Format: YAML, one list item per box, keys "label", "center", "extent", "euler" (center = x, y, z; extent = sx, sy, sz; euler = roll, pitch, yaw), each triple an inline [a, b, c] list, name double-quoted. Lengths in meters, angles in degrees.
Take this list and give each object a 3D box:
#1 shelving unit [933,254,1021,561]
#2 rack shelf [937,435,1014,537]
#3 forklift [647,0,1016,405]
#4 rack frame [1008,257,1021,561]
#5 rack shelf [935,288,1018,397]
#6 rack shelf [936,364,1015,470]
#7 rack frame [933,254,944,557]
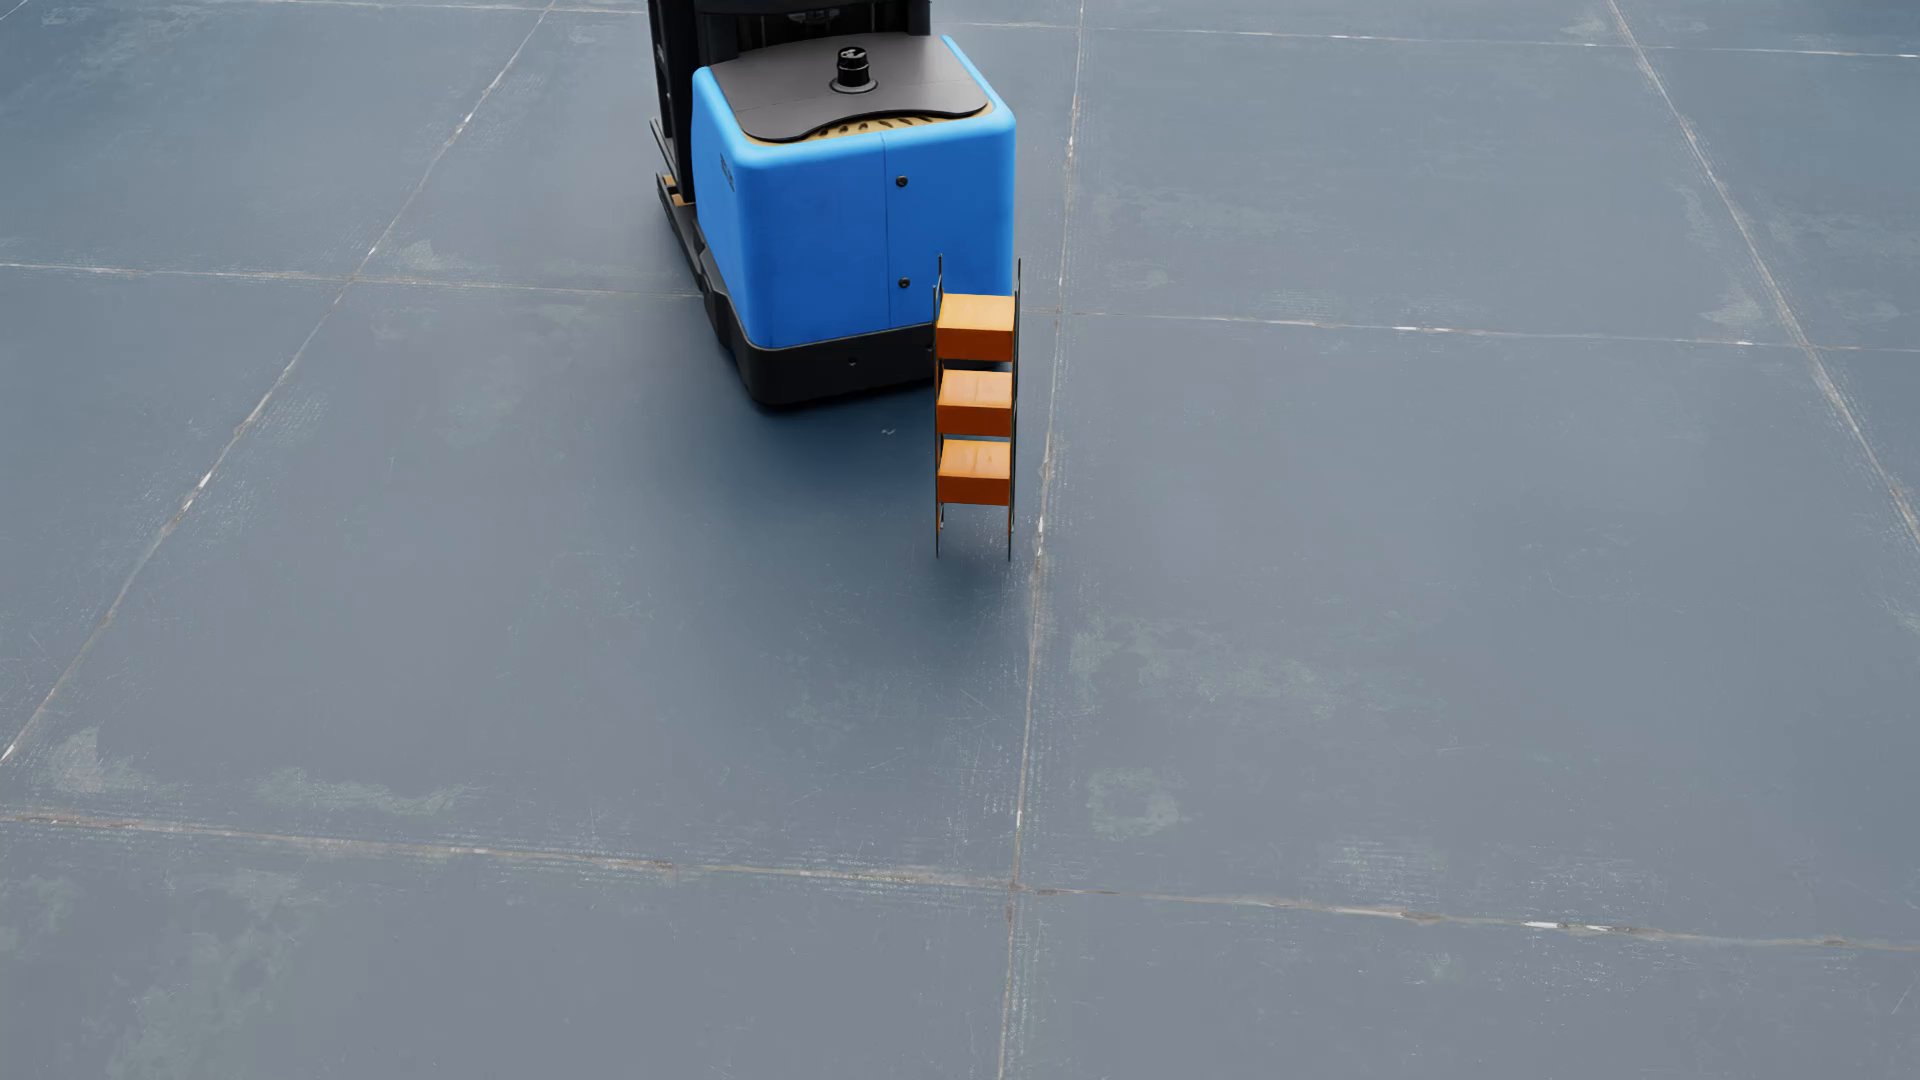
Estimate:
- label: "shelving unit"
  center: [0.053, -0.404, 5.363]
  extent: [0.252, 1.050, 0.215]
  euler: [3, 39, 4]
- label: "rack shelf"
  center: [0.053, -0.180, 5.545]
  extent: [0.240, 0.259, 0.215]
  euler: [3, 39, 4]
- label: "forklift"
  center: [-0.731, -2.578, 6.544]
  extent: [1.130, 2.935, 3.031]
  euler: [-12, 41, -14]
- label: "rack frame"
  center: [0.175, -0.398, 5.355]
  extent: [0.008, 1.050, 0.200]
  euler: [3, 39, 4]
- label: "rack shelf"
  center: [0.053, -0.616, 5.191]
  extent: [0.240, 0.259, 0.215]
  euler: [3, 39, 4]
- label: "rack shelf"
  center: [0.053, -0.396, 5.370]
  extent: [0.240, 0.259, 0.215]
  euler: [3, 39, 4]
- label: "rack frame"
  center: [-0.068, -0.411, 5.371]
  extent: [0.008, 1.050, 0.200]
  euler: [3, 39, 4]
